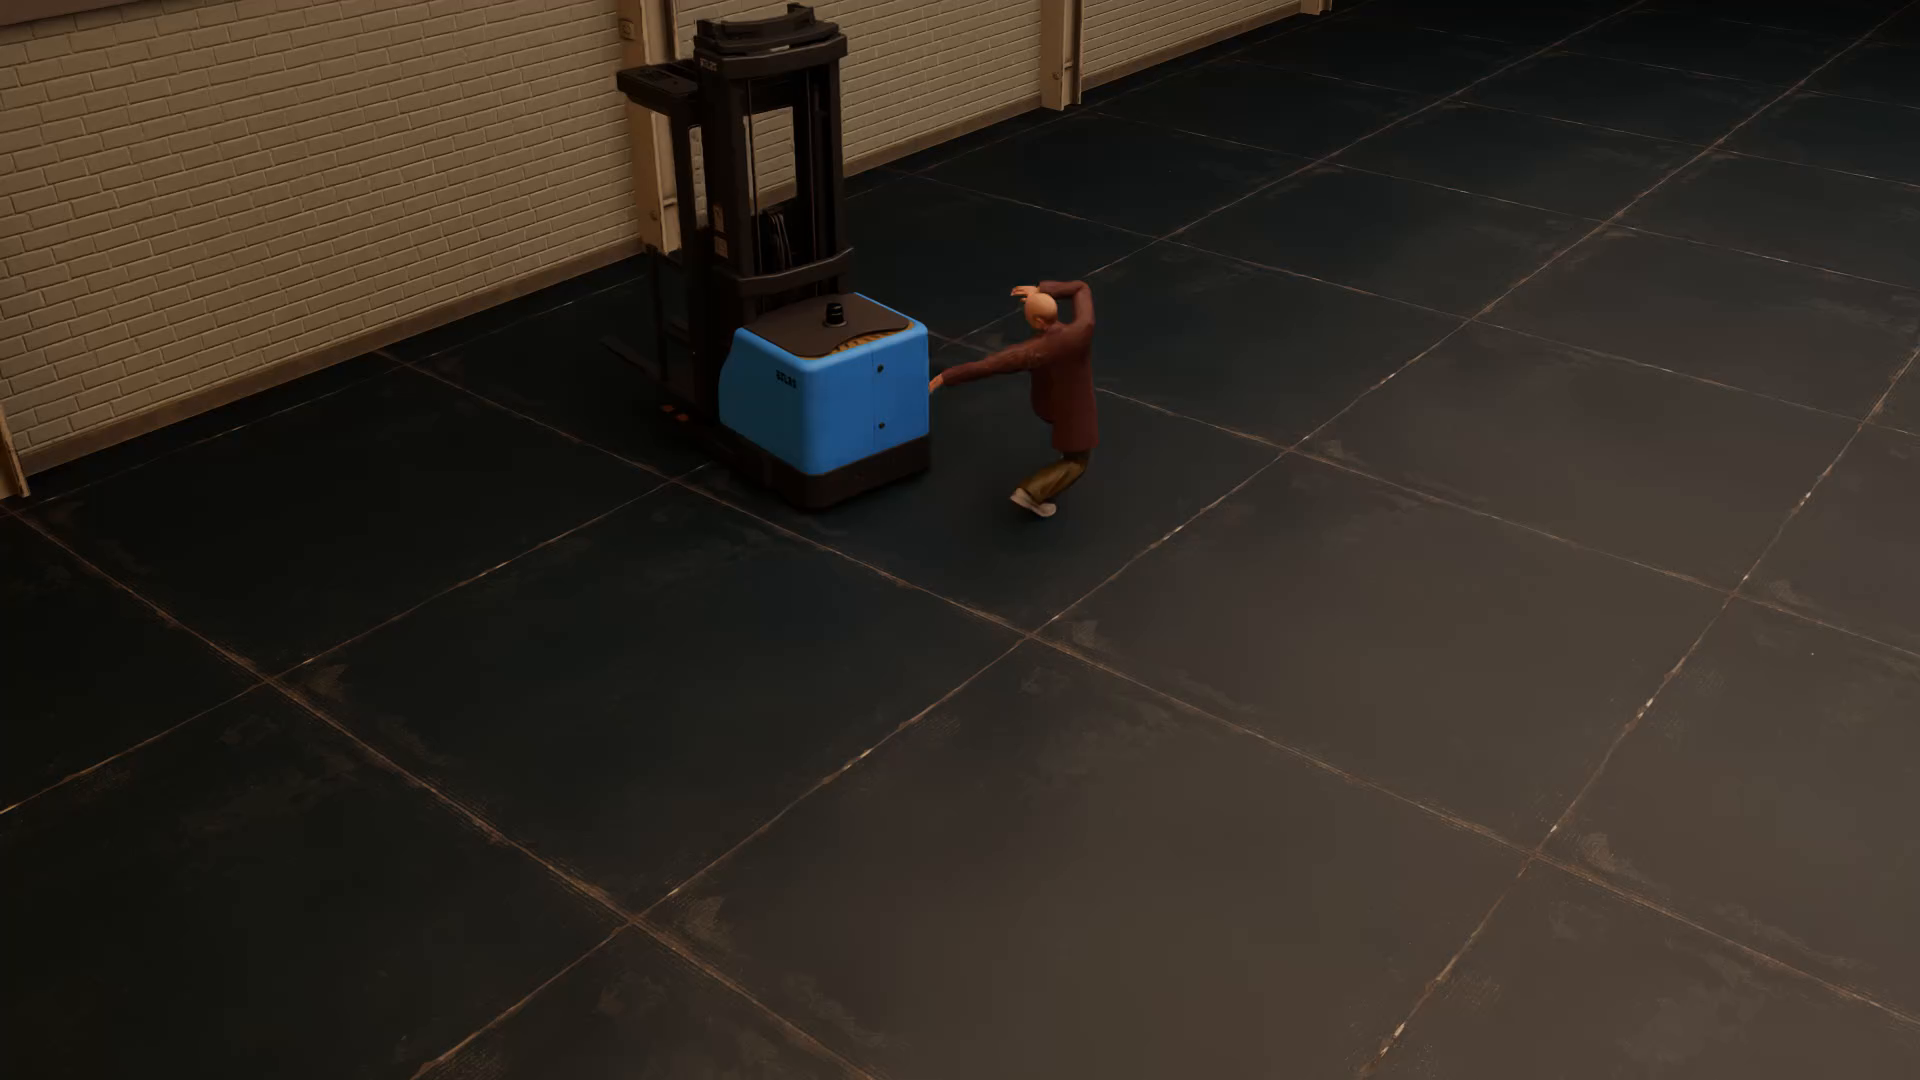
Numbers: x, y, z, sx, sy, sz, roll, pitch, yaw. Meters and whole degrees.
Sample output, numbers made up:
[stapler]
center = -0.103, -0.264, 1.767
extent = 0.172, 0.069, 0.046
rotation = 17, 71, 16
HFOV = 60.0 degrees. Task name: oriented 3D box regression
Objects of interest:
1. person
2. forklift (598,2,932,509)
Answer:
[person]
center = 0.406, -0.983, 10.738
extent = 1.044, 1.477, 1.030
rotation = 9, 32, 16
[forklift]
center = -1.528, -2.135, 11.249
extent = 1.130, 2.935, 3.031
rotation = -23, 38, -34
